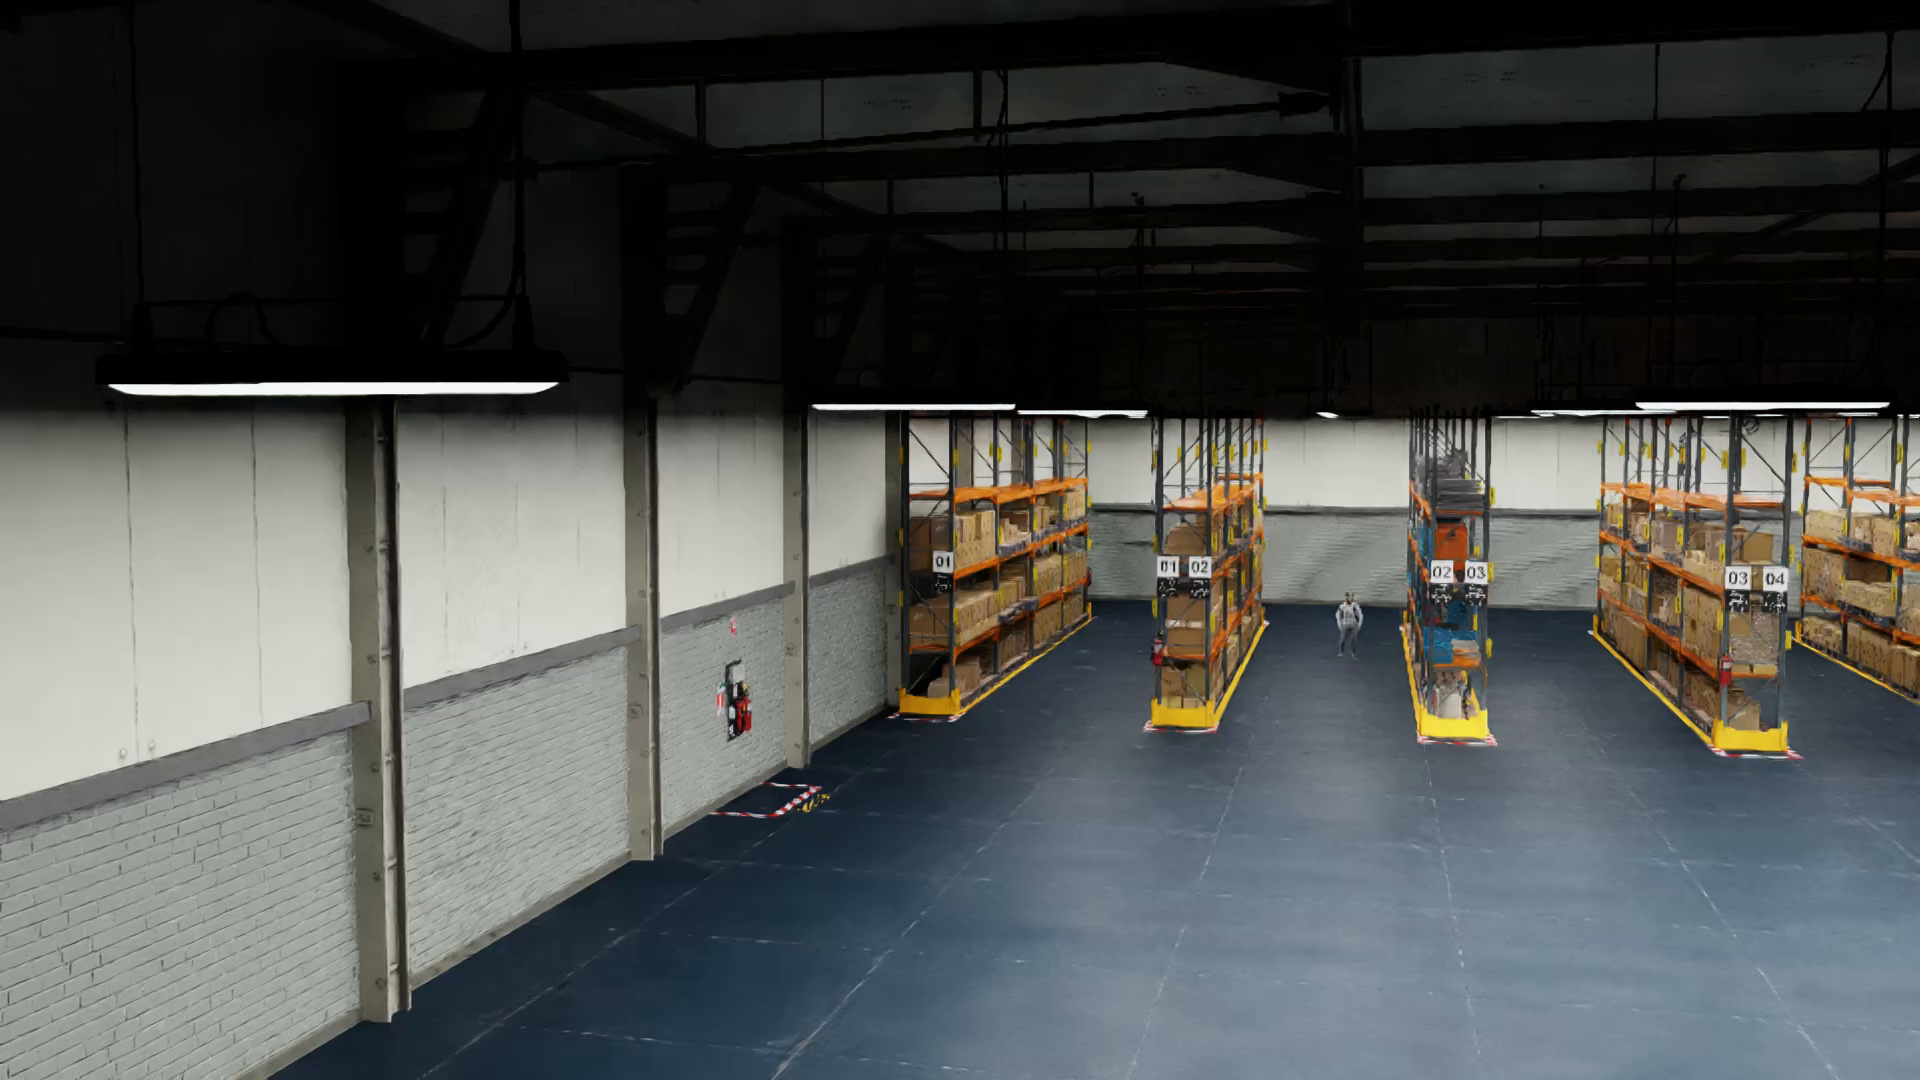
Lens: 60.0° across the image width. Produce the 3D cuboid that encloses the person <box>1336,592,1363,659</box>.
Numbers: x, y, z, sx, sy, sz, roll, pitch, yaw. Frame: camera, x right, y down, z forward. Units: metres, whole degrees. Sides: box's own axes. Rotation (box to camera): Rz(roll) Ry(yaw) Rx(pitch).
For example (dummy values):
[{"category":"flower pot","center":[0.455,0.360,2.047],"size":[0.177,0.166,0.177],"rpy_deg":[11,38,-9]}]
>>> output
[{"category":"person","center":[9.362,2.049,40.006],"size":[0.639,1.627,0.506],"rpy_deg":[1,4,12]}]

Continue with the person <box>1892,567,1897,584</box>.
[{"category":"person","center":[26.133,1.559,46.504],"size":[0.534,1.651,0.515],"rpy_deg":[-3,5,-40]}]
